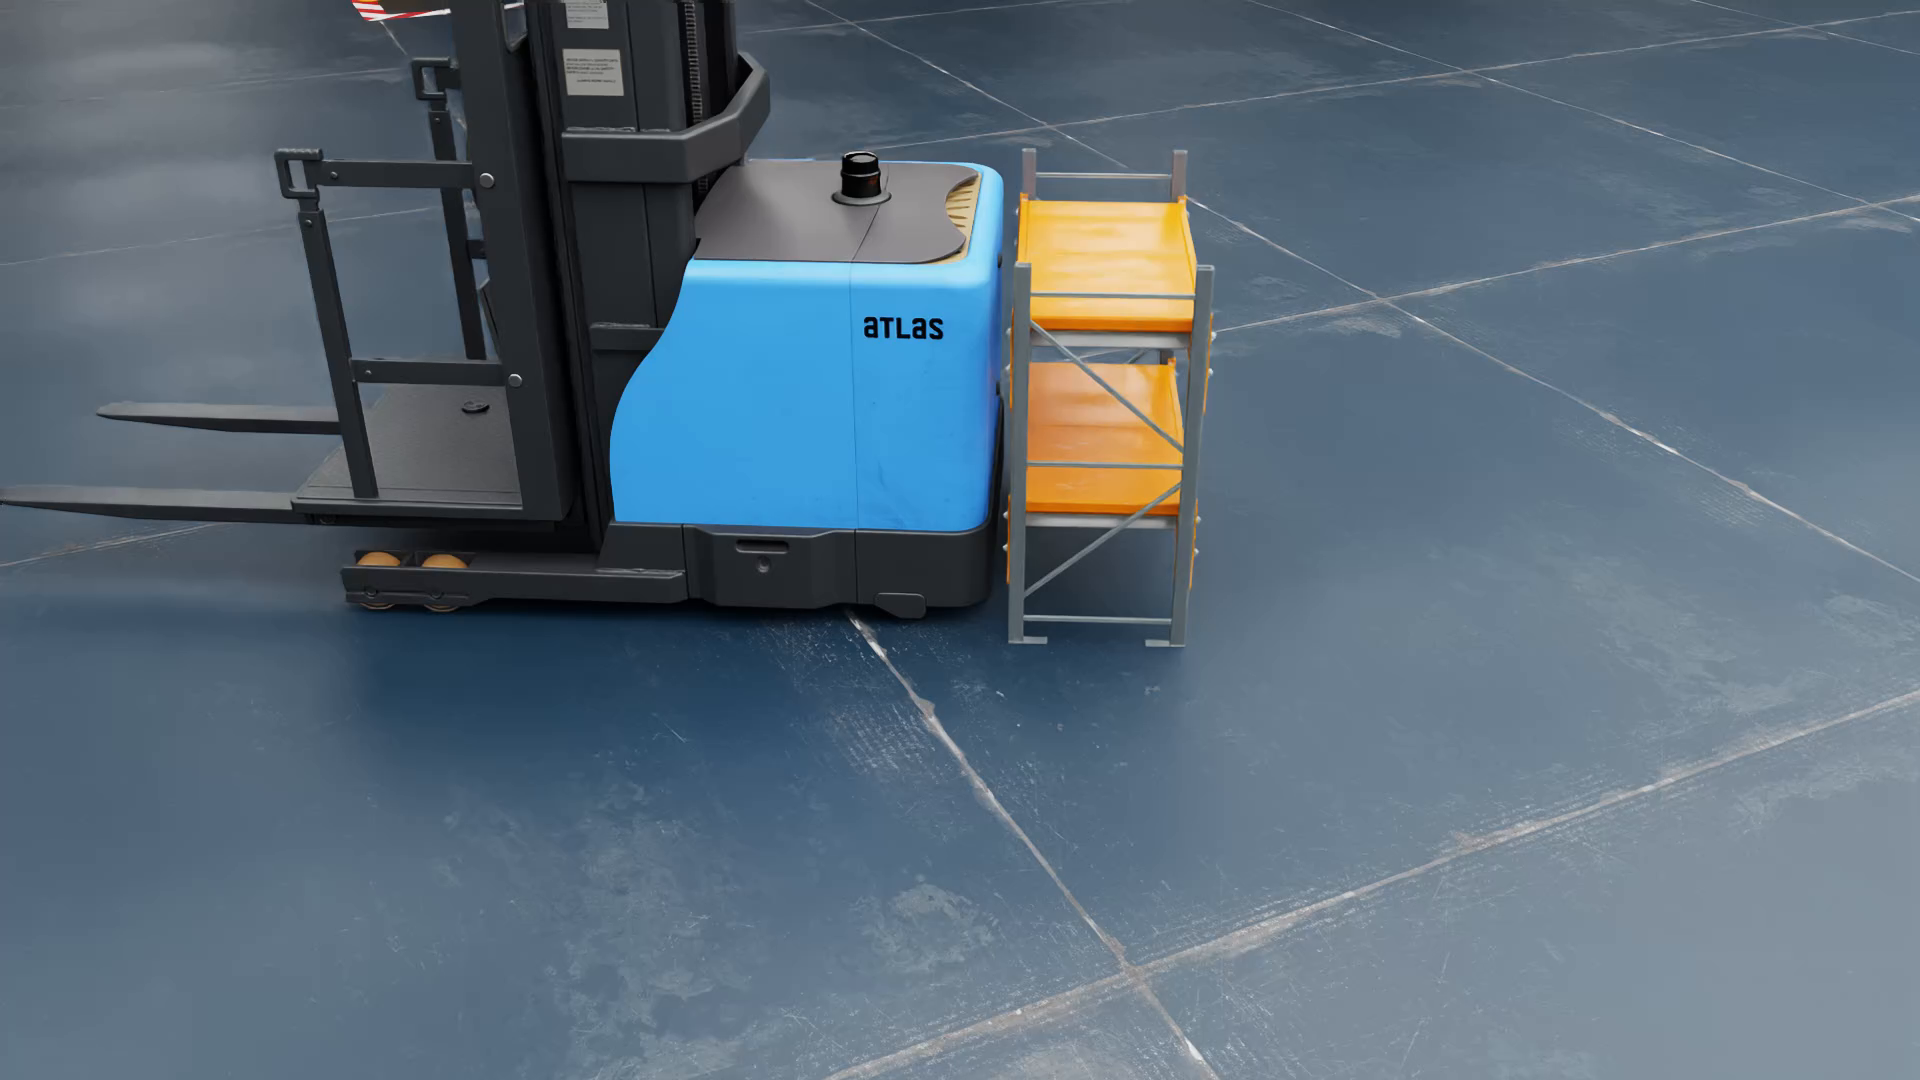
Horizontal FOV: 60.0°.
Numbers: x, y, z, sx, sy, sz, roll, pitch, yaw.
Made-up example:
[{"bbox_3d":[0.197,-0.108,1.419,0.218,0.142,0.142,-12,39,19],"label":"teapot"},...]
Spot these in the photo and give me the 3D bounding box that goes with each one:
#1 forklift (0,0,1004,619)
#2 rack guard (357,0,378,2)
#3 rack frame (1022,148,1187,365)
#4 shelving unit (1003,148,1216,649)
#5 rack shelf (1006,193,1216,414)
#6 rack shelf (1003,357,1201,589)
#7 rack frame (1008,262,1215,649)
[{"bbox_3d":[-1.394,-1.323,4.613,3.031,2.935,1.130,2,29,3],"label":"forklift"},{"bbox_3d":[-4.027,-4.425,12.630,1.175,0.500,0.348,-13,32,-22],"label":"rack guard"},{"bbox_3d":[0.440,-0.694,5.338,0.500,1.125,0.032,1,29,3],"label":"rack frame"},{"bbox_3d":[0.414,-0.446,4.895,0.538,1.125,1.048,1,29,3],"label":"shelving unit"},{"bbox_3d":[0.414,-0.701,4.752,0.538,0.278,1.000,1,29,3],"label":"rack shelf"},{"bbox_3d":[0.414,-0.233,5.015,0.538,0.278,1.000,1,29,3],"label":"rack shelf"},{"bbox_3d":[0.388,-0.198,4.453,0.500,1.125,0.032,1,29,3],"label":"rack frame"}]
